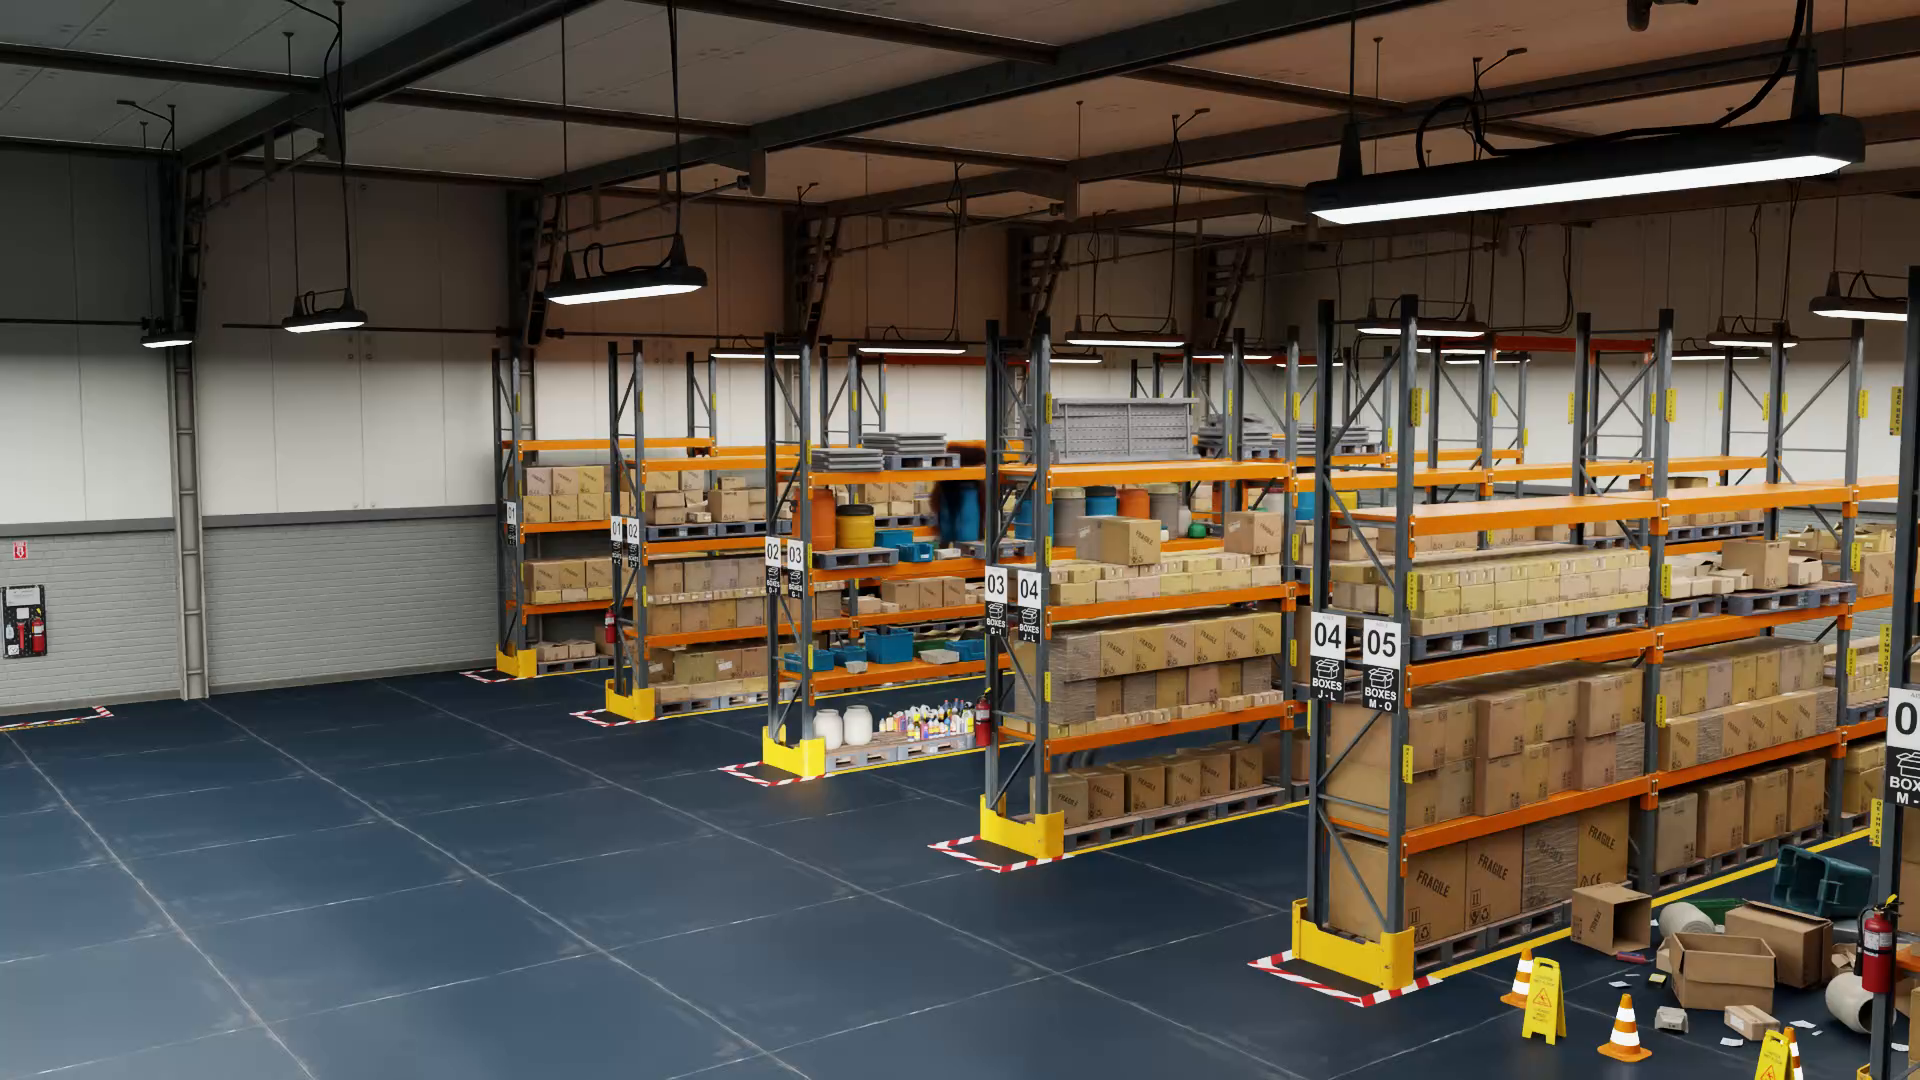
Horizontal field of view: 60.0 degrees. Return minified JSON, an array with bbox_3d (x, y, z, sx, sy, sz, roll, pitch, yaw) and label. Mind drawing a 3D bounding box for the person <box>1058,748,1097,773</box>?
[{"bbox_3d":[1.538,2.449,21.761,0.539,1.707,0.528,-1,5,-8],"label":"person"}]
